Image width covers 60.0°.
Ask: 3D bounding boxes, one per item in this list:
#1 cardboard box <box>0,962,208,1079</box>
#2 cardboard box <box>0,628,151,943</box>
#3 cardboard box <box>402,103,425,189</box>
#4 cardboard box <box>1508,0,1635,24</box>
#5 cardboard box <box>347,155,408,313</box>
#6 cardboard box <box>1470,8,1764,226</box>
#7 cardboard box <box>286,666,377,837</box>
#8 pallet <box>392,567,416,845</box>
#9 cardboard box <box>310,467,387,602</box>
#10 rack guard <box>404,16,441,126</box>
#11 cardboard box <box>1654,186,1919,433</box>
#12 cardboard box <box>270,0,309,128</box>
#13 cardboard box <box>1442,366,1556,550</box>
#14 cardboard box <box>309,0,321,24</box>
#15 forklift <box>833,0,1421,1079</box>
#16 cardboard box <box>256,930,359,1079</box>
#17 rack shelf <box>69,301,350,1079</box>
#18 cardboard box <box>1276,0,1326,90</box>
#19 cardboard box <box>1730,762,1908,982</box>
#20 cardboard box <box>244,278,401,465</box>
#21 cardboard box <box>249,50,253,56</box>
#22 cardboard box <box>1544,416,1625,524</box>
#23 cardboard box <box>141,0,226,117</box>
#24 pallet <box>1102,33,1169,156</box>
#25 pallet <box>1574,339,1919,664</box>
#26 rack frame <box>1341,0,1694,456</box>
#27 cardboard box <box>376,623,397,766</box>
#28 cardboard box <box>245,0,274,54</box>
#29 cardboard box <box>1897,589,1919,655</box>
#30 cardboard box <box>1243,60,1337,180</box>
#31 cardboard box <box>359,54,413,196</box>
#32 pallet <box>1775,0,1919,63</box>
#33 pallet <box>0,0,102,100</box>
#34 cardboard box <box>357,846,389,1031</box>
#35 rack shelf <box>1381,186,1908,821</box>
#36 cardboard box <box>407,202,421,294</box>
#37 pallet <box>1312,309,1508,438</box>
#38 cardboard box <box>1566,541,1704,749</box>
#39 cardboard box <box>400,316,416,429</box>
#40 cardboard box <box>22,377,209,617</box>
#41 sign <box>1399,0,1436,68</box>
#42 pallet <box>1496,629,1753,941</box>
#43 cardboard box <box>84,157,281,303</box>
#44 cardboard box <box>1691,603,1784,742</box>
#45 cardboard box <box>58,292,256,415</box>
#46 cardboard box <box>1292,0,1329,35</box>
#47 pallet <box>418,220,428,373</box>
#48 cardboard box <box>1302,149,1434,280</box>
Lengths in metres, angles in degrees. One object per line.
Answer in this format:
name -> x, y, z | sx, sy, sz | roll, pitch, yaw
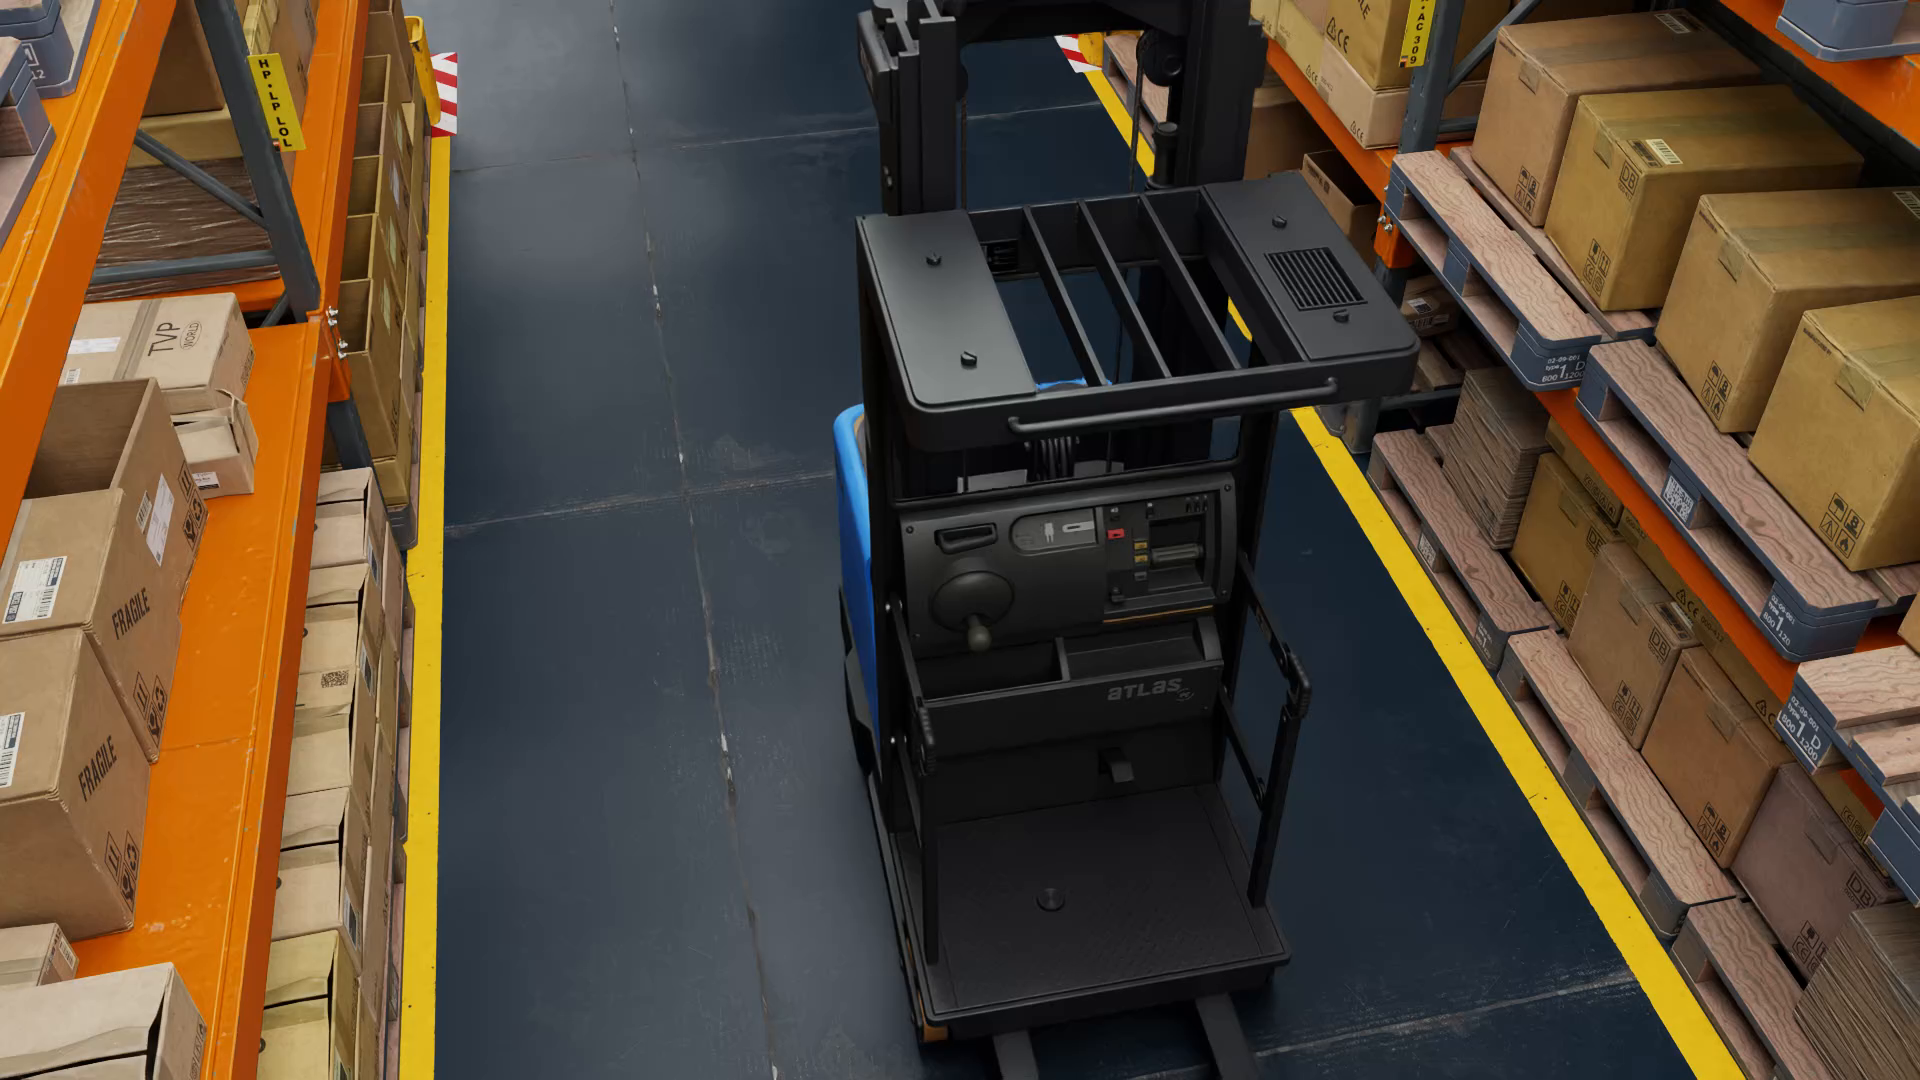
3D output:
cardboard box -> -1.815, 1.137, 3.277 | 0.500, 0.311, 0.500 | -9, 42, -10
cardboard box -> -2.189, 0.588, 3.752 | 0.500, 0.500, 0.500 | -10, 43, -12
cardboard box -> -3.014, -1.976, 8.471 | 0.500, 0.250, 0.500 | -8, 42, -9
cardboard box -> 2.265, -2.160, 6.457 | 0.500, 0.500, 0.500 | -9, 42, -10
cardboard box -> -2.684, -1.285, 7.128 | 0.500, 0.500, 0.500 | -8, 42, -9
cardboard box -> 2.239, -1.461, 5.730 | 0.700, 0.500, 0.500 | -8, 42, -9
cardboard box -> -2.083, 0.661, 5.078 | 0.500, 0.311, 0.500 | -8, 42, -9
pallet -> -2.477, 0.633, 5.878 | 1.003, 0.211, 1.213 | -8, 42, -9
cardboard box -> -2.307, 0.001, 5.822 | 0.500, 0.311, 0.500 | -8, 42, -9
rack guard -> -3.543, -2.555, 9.252 | 1.175, 0.500, 0.348 | -8, 42, -9
cardboard box -> 2.525, -0.676, 4.845 | 0.700, 0.500, 0.500 | -3, 42, -3
cardboard box -> -3.001, -1.873, 6.525 | 0.700, 0.500, 0.500 | -8, 42, -9
cardboard box -> 2.337, -0.349, 6.435 | 0.700, 0.500, 0.500 | -7, 42, -8
cardboard box -> -3.230, -2.545, 7.282 | 0.700, 0.500, 0.500 | -8, 42, -9
forklift -> 0.348, 0.148, 4.376 | 1.130, 2.935, 3.031 | -8, 42, -8
cardboard box -> -1.866, 1.321, 4.335 | 0.500, 0.311, 0.500 | -9, 42, -10
rack shelf -> -2.242, 0.684, 4.262 | 1.077, 0.370, 4.000 | -8, 42, -9
cardboard box -> 1.664, -2.133, 6.992 | 0.500, 0.250, 0.500 | -8, 42, -9
cardboard box -> 2.821, 0.959, 4.961 | 0.700, 0.500, 0.500 | -8, 42, -9
cardboard box -> -2.468, -0.636, 6.398 | 0.500, 0.500, 0.500 | -8, 42, -9
cardboard box -> -2.597, -1.526, 5.646 | 0.380, 0.149, 0.250 | -8, 42, -9
cardboard box -> 2.436, -0.345, 5.865 | 0.500, 0.250, 0.500 | -9, 42, -10
cardboard box -> -2.776, -1.691, 5.343 | 0.700, 0.500, 0.500 | -8, 42, -9
pallet -> 1.456, -2.563, 9.478 | 1.003, 0.211, 1.213 | -8, 42, -9
pallet -> 2.558, -0.207, 4.868 | 1.003, 0.211, 1.213 | -8, 42, -9
rack frame -> 2.162, -1.594, 6.286 | 1.000, 3.000, 0.127 | -8, 42, -9
cardboard box -> -2.194, 0.545, 5.632 | 0.500, 0.250, 0.500 | -9, 42, -10
cardboard box -> -2.713, -1.863, 6.026 | 0.380, 0.149, 0.250 | -9, 42, -10
cardboard box -> 2.767, 0.135, 3.931 | 0.700, 0.500, 0.500 | -12, 43, -13
cardboard box -> 1.593, -2.103, 8.411 | 0.700, 0.500, 0.500 | -11, 43, -12
cardboard box -> -2.901, -1.933, 7.858 | 0.500, 0.500, 0.500 | -8, 42, -9
pallet -> 2.418, -1.558, 4.128 | 1.213, 0.211, 1.003 | -8, 42, -9
pallet -> -2.471, -1.362, 3.910 | 0.805, 0.209, 1.217 | -10, 43, -11
cardboard box -> -1.975, 1.206, 4.886 | 0.500, 0.250, 0.500 | -8, 42, -8
rack shelf -> 2.594, -0.029, 5.065 | 1.077, 0.370, 4.000 | -8, 42, -9
cardboard box -> -2.798, -1.328, 7.741 | 0.500, 0.250, 0.500 | -8, 42, -9
pallet -> 1.983, -0.981, 7.697 | 1.003, 0.211, 1.213 | -8, 42, -9
cardboard box -> 2.568, 0.315, 5.687 | 0.700, 0.500, 0.500 | -8, 42, -9
cardboard box -> -2.581, -0.679, 7.011 | 0.500, 0.250, 0.500 | -8, 42, -9
cardboard box -> -2.410, -0.078, 4.503 | 0.500, 0.500, 0.500 | -6, 42, -6
sign -> 1.634, -1.835, 5.906 | 0.100, 0.325, 0.005 | -8, 42, -9
pallet -> 2.598, 0.746, 5.751 | 1.003, 0.211, 1.213 | -8, 42, -9
cardboard box -> -2.776, -1.206, 5.774 | 0.700, 0.500, 0.500 | -9, 42, -10
cardboard box -> 2.641, 0.318, 5.119 | 0.500, 0.250, 0.500 | -9, 42, -9
cardboard box -> -2.525, -0.513, 5.181 | 0.500, 0.250, 0.500 | -6, 42, -7
cardboard box -> 1.645, -2.411, 6.739 | 0.500, 0.500, 0.500 | -9, 42, -10
pallet -> -3.072, -1.153, 7.890 | 1.003, 0.211, 1.213 | -8, 42, -9
cardboard box -> 1.899, -1.491, 7.721 | 0.500, 0.500, 0.500 | -11, 43, -12
